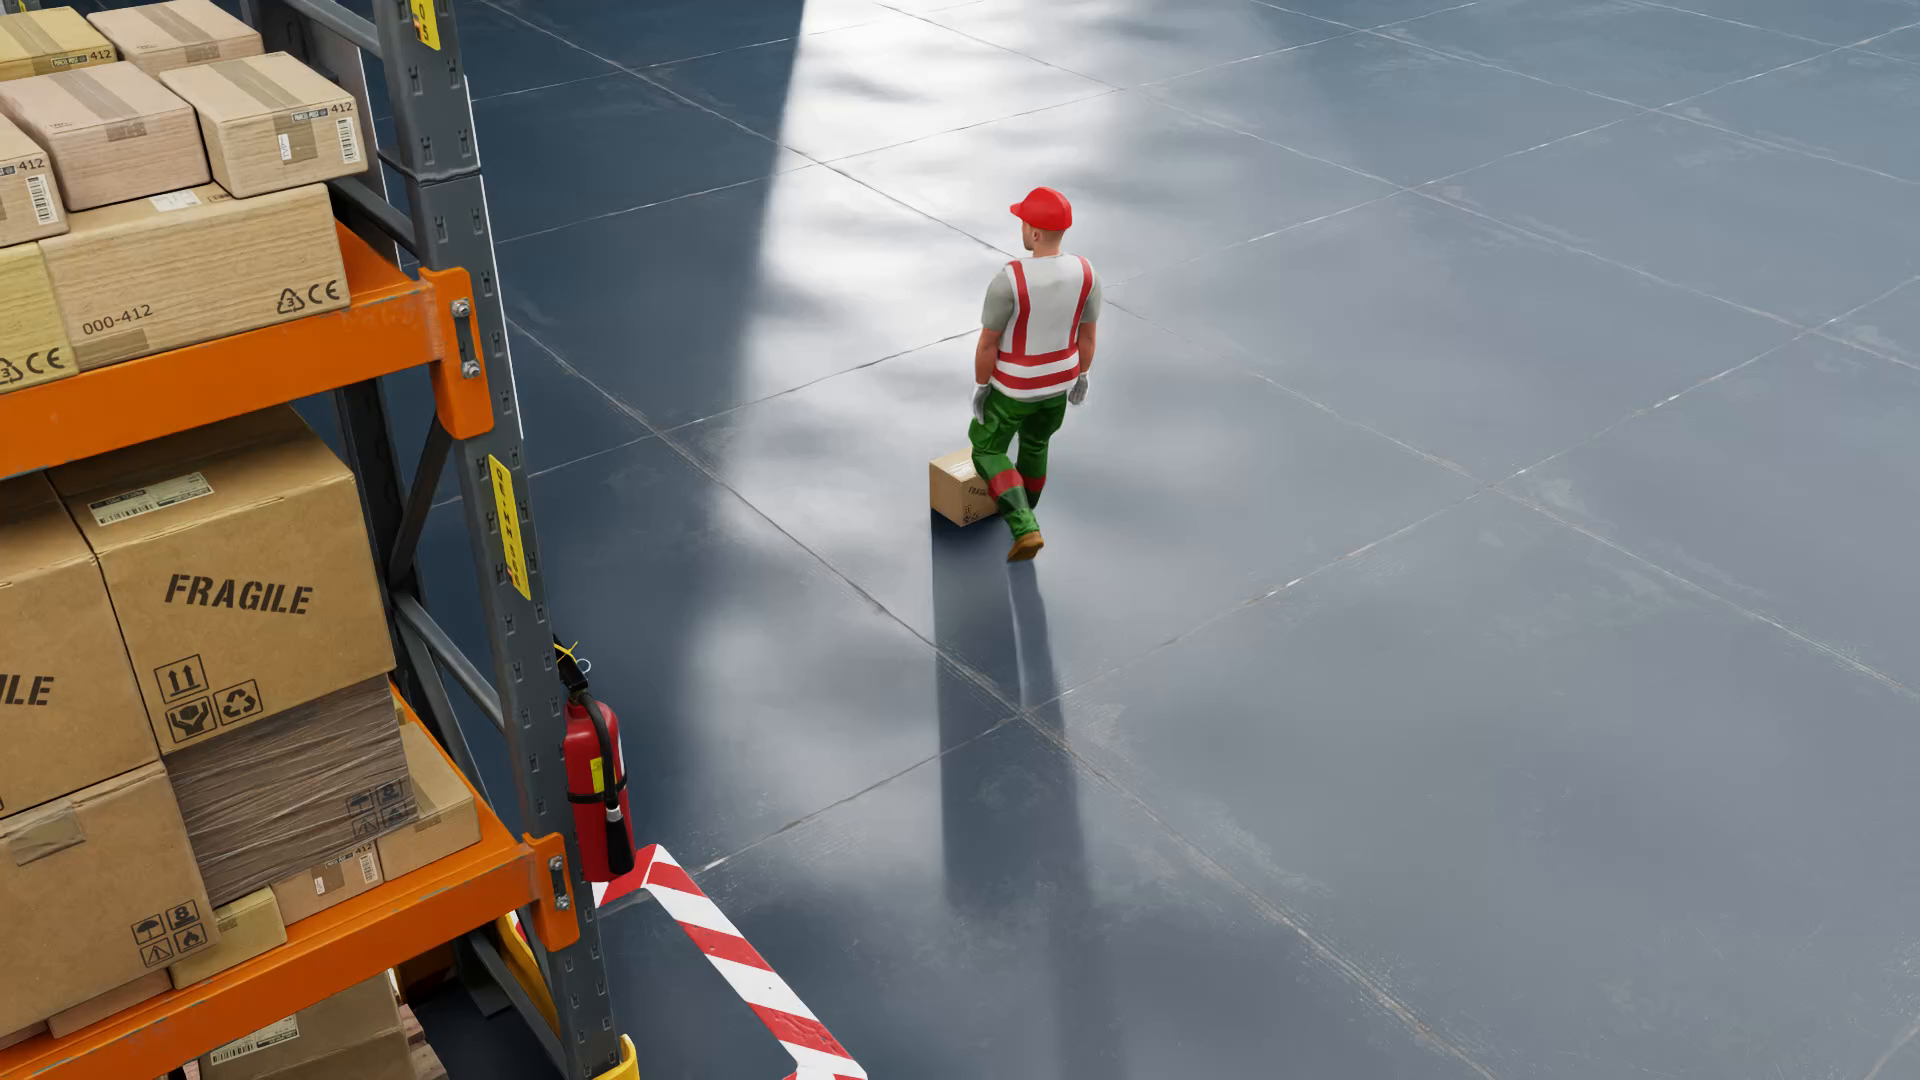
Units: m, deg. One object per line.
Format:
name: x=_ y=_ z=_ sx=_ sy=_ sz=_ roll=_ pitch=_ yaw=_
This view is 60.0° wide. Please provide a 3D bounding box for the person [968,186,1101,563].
person: x=0.295 y=-0.717 z=7.296 sx=0.579 sy=1.765 sz=0.849 roll=-13 pitch=34 yaw=-20
